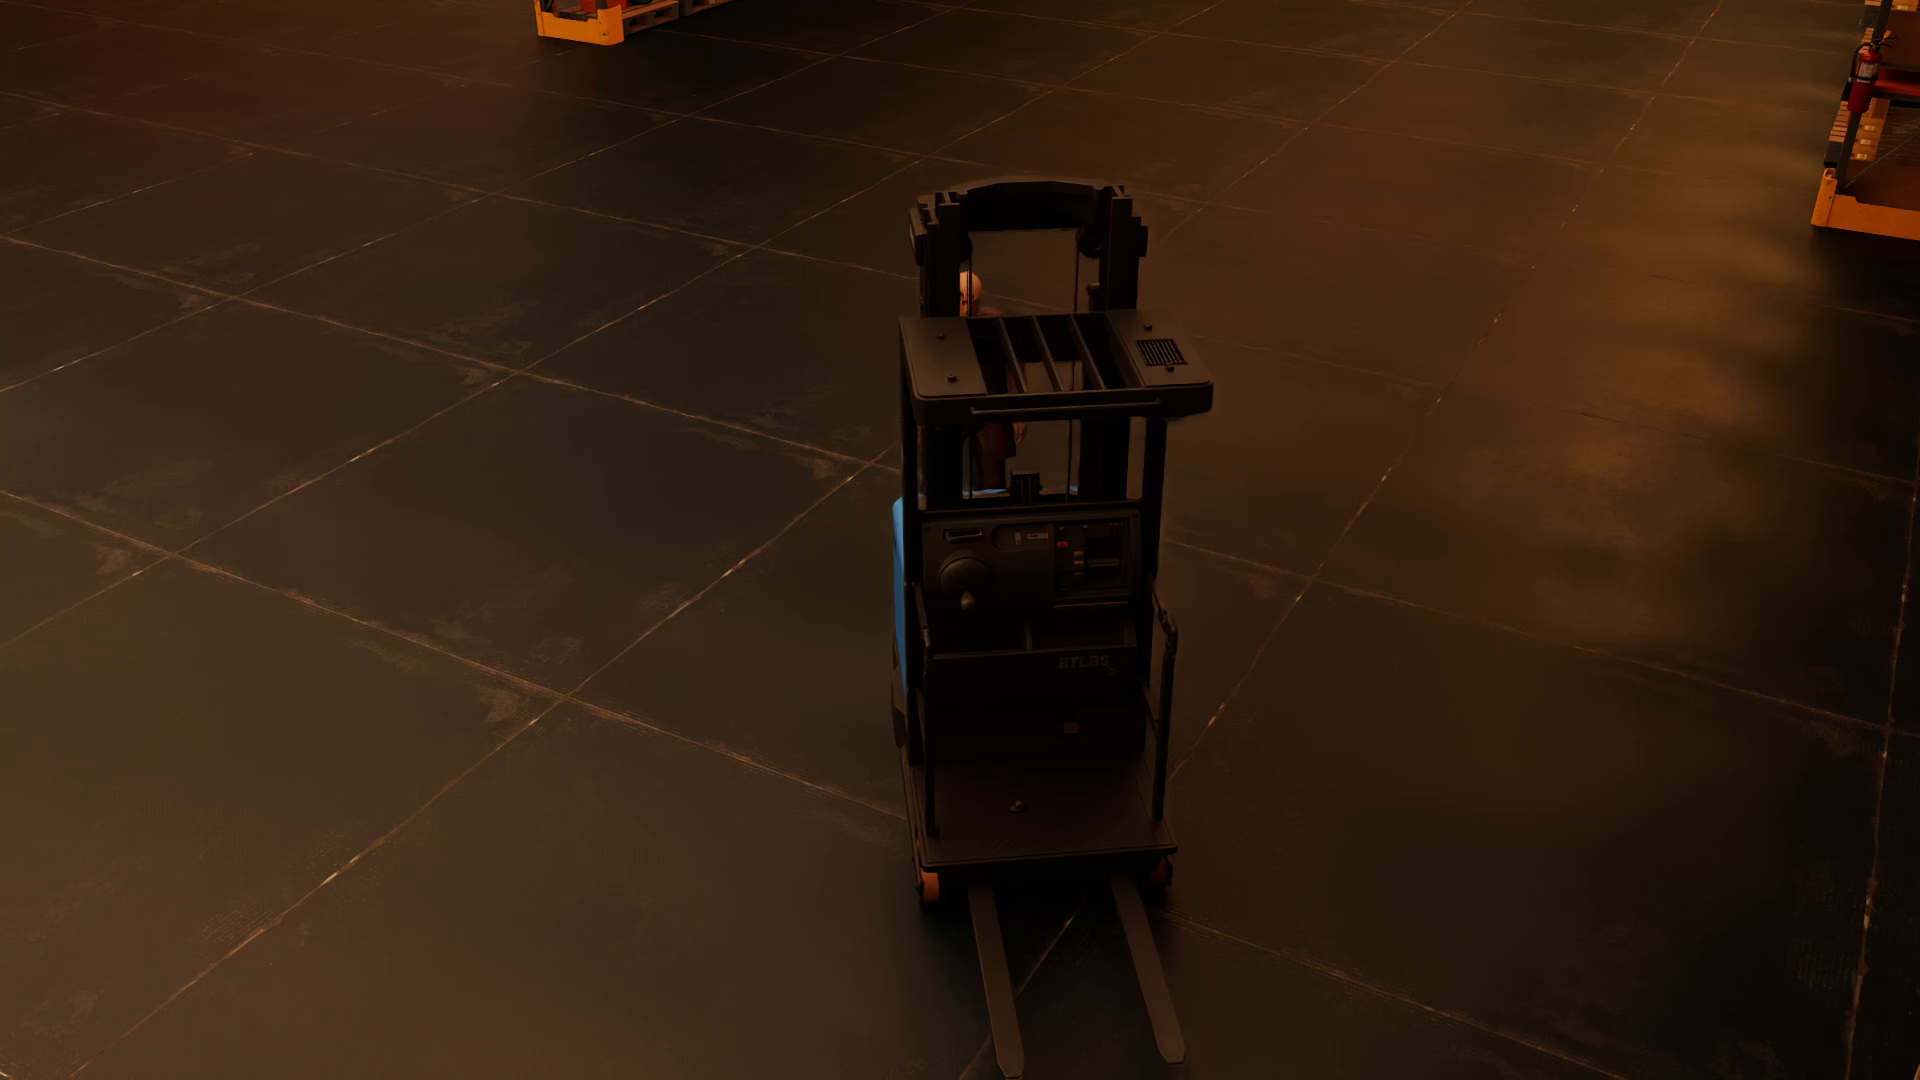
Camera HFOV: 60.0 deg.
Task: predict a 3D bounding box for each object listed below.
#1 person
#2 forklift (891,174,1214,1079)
[{"bbox_3d":[0.027,-0.698,9.482,0.736,1.737,0.435,-1,30,-2],"label":"person"},{"bbox_3d":[0.332,0.135,6.837,1.130,2.935,3.031,-3,30,-6],"label":"forklift"}]
